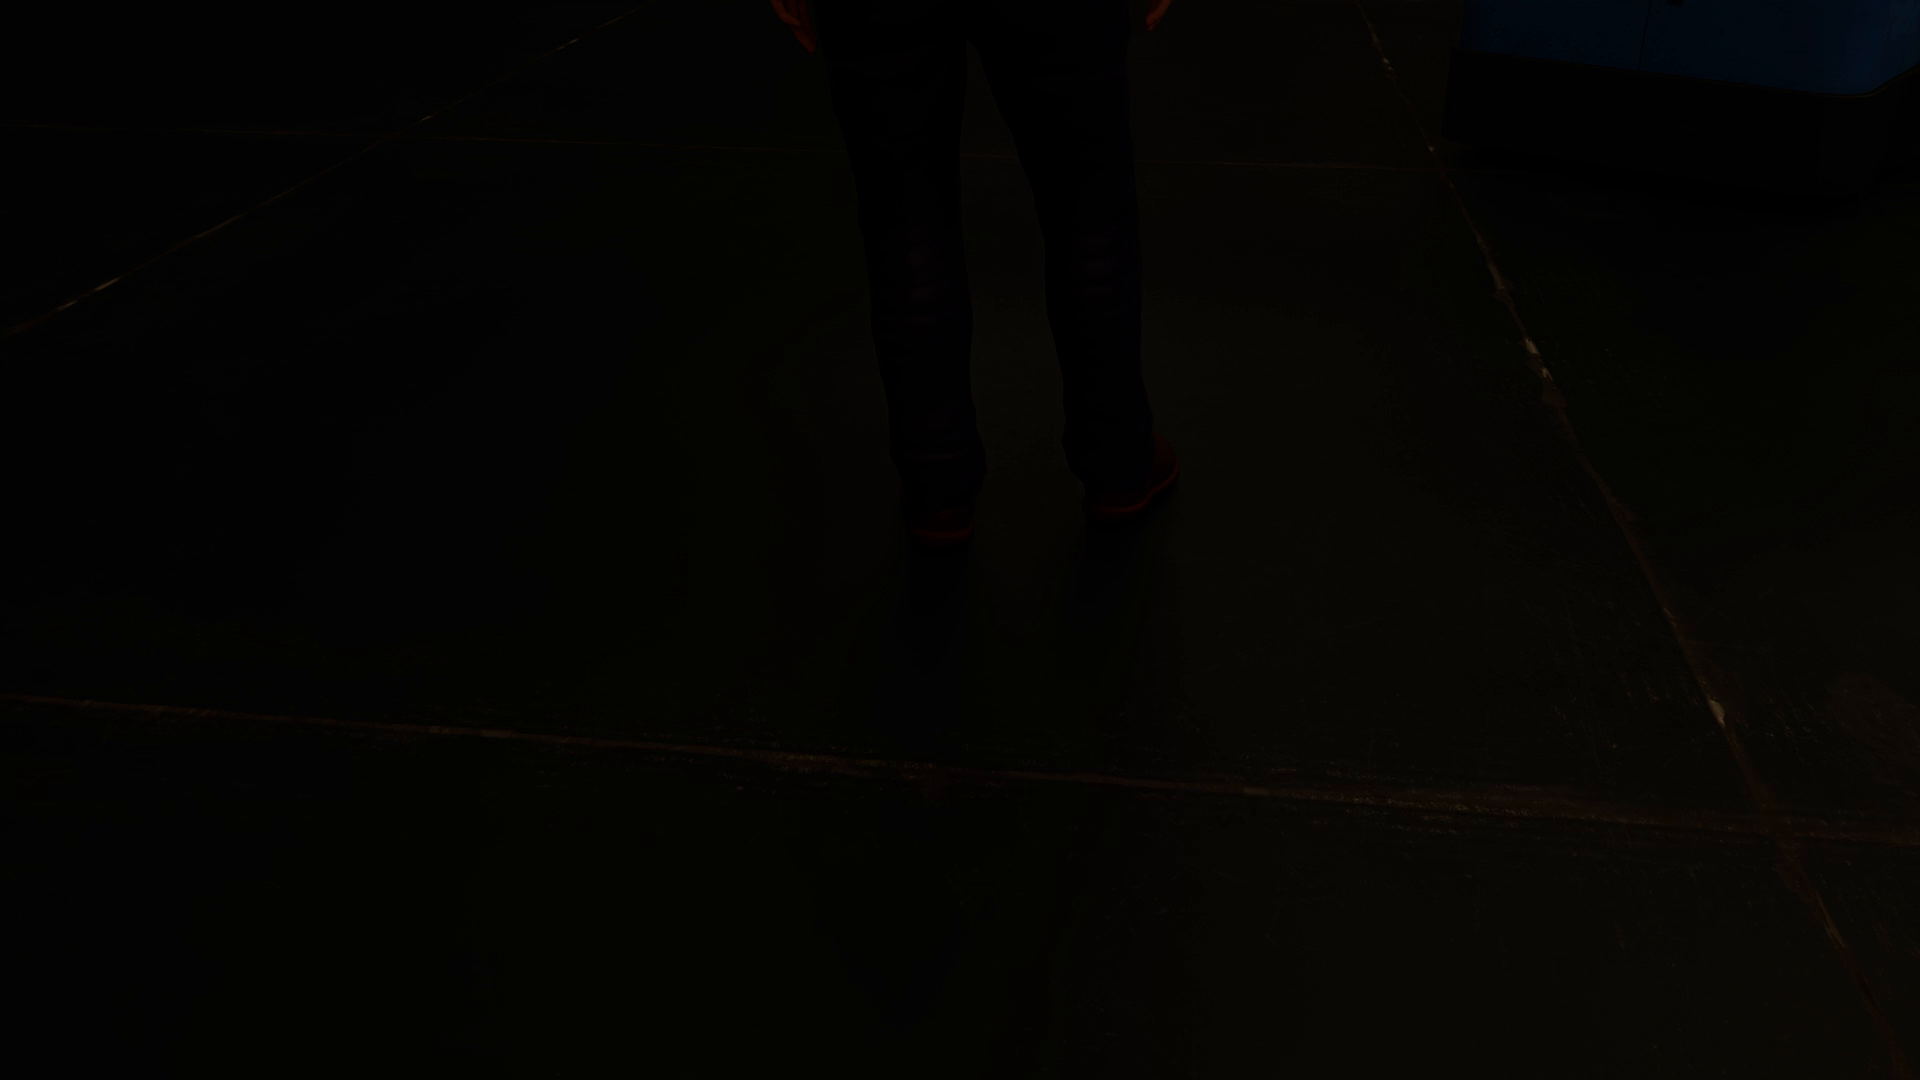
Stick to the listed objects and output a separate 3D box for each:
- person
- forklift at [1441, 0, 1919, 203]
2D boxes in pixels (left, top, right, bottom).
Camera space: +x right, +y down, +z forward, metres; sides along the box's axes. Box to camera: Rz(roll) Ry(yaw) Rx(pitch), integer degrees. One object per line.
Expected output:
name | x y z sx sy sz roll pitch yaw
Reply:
person | 0.034 -0.782 2.205 0.599 1.650 0.503 3 27 7
forklift | 2.643 -2.715 4.660 1.130 2.935 3.031 20 33 35
